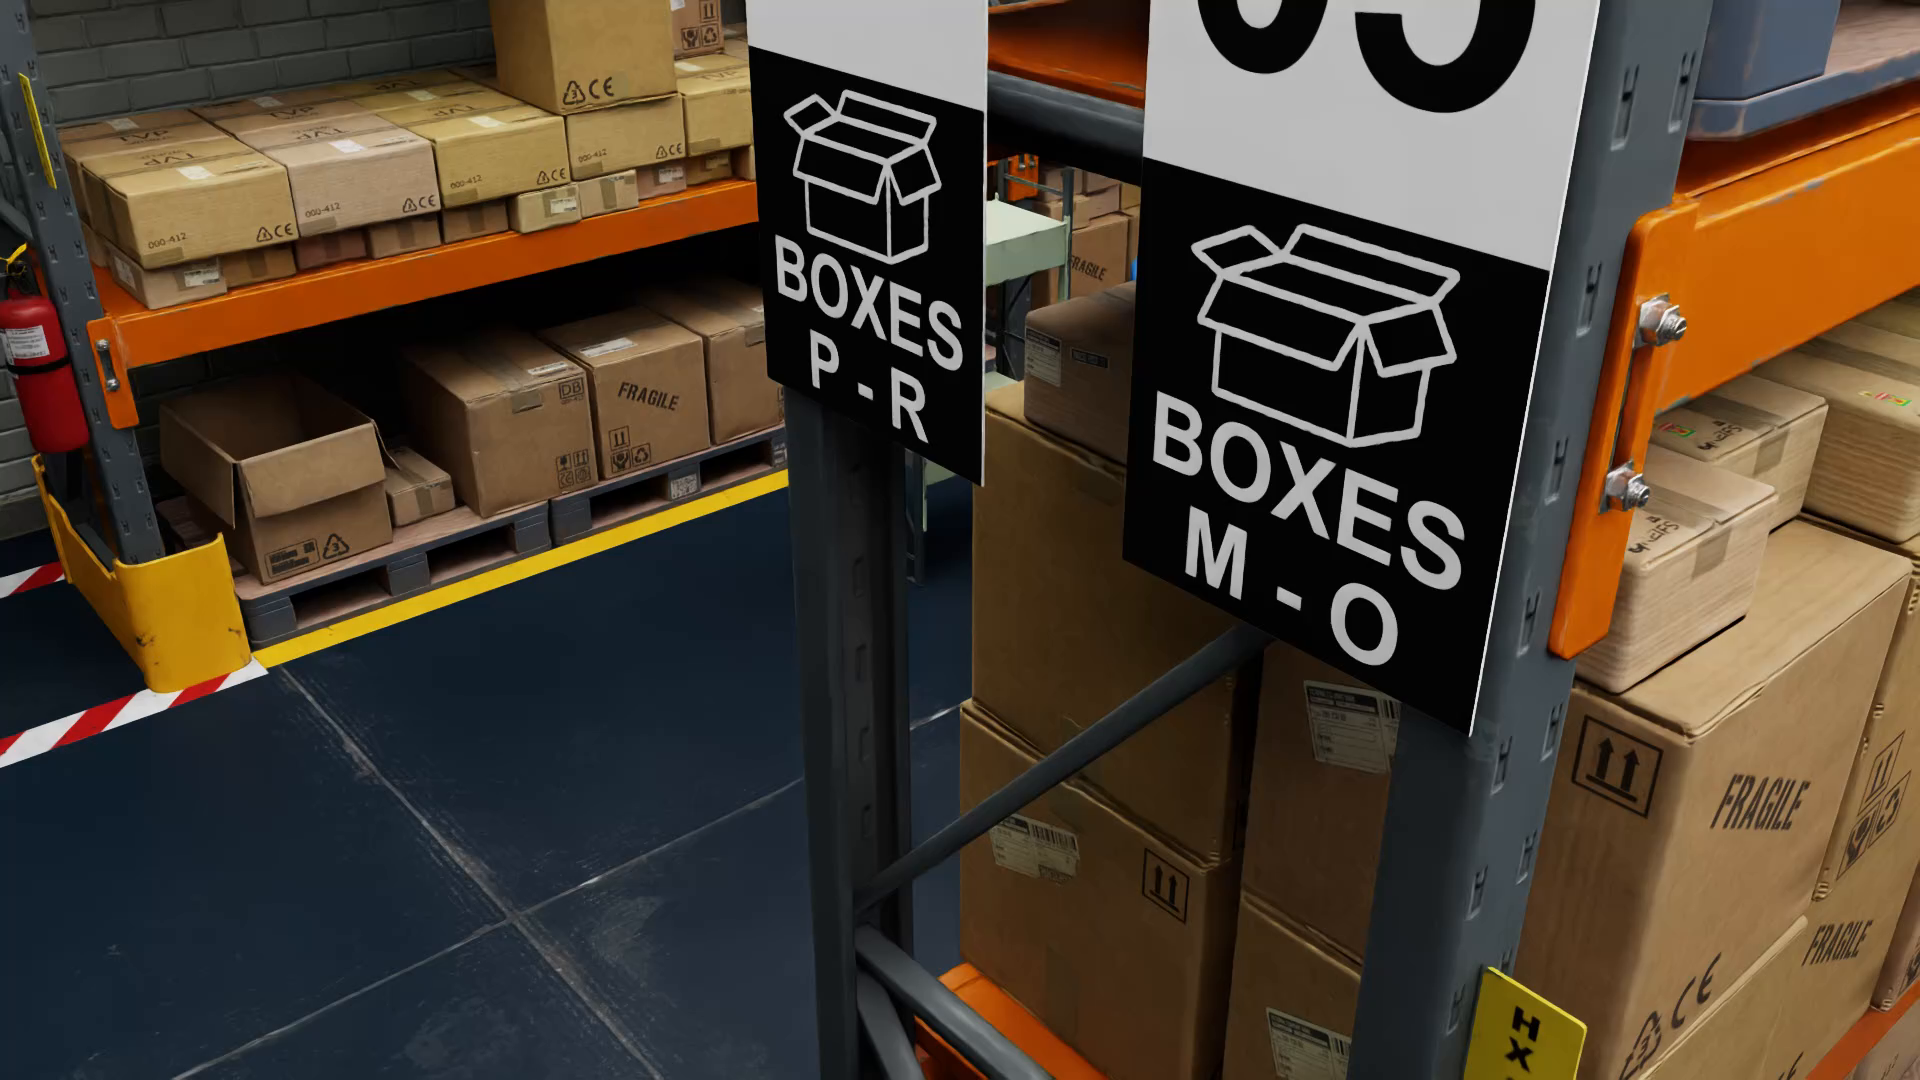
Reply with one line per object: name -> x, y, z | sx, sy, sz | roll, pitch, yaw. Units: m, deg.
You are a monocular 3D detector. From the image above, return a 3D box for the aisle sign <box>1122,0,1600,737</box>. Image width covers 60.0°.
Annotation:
aisle sign -> 0.286, -0.259, 1.294 | 0.004, 0.787, 0.394 | -22, 35, -35

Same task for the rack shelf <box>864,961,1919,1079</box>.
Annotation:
rack shelf -> 1.674, 0.467, 3.457 | 4.000, 0.370, 1.077 | -22, 35, -35

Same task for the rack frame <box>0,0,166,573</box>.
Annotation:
rack frame -> -3.072, -1.017, 5.471 | 0.127, 3.000, 1.000 | -22, 35, -35

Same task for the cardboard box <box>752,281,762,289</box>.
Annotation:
cardboard box -> -0.685, -1.123, 8.076 | 0.500, 0.311, 0.500 | -20, 34, -33

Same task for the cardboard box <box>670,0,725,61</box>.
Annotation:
cardboard box -> -1.335, -2.276, 6.875 | 0.500, 0.500, 0.500 | -23, 36, -36

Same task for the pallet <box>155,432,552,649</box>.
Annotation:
pallet -> -2.409, -0.055, 6.629 | 1.213, 0.211, 1.003 | -22, 35, -35

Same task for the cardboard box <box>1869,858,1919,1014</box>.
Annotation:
cardboard box -> 1.469, 0.360, 2.788 | 0.500, 0.500, 0.500 | -22, 35, -35

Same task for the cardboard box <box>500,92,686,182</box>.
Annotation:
cardboard box -> -1.410, -1.599, 6.403 | 0.500, 0.250, 0.500 | -23, 36, -36

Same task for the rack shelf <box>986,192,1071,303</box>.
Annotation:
rack shelf -> 0.005, -1.008, 6.216 | 0.720, 0.370, 0.431 | -22, 35, -35

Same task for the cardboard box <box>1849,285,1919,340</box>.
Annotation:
cardboard box -> 1.216, -0.250, 2.180 | 0.250, 0.149, 0.380 | -23, 36, -36

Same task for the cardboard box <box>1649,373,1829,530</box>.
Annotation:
cardboard box -> 0.755, -0.125, 1.946 | 0.250, 0.149, 0.380 | -21, 35, -34

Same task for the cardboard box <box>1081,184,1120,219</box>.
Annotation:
cardboard box -> 0.577, -1.736, 8.335 | 0.250, 0.149, 0.380 | -23, 36, -36

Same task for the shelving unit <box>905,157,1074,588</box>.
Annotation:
shelving unit -> 0.005, -0.664, 6.400 | 0.755, 1.500, 0.431 | -22, 35, -35

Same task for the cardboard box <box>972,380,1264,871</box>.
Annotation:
cardboard box -> 0.364, 0.044, 2.319 | 0.500, 0.500, 0.500 | -21, 34, -33

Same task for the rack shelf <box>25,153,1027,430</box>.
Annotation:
rack shelf -> -1.551, -1.312, 6.785 | 4.000, 0.370, 1.077 | -22, 35, -35

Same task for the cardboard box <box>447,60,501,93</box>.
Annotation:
cardboard box -> -1.724, -1.785, 6.751 | 0.500, 0.250, 0.500 | -22, 35, -35

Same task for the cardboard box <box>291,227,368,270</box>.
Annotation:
cardboard box -> -2.303, -1.096, 5.884 | 0.250, 0.149, 0.380 | -22, 35, -36

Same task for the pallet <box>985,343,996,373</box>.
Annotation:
pallet -> -0.552, -0.801, 8.025 | 1.213, 0.211, 1.003 | -22, 35, -35

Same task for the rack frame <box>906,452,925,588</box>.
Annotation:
rack frame -> -0.273, -0.552, 6.191 | 0.023, 1.500, 0.400 | -22, 35, -35

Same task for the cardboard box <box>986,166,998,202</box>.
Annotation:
cardboard box -> 0.064, -1.826, 8.502 | 0.250, 0.149, 0.380 | -24, 36, -37

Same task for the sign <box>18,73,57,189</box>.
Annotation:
sign -> -2.720, -1.204, 4.903 | 0.005, 0.325, 0.100 | -22, 35, -35

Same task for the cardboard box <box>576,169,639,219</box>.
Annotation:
cardboard box -> -1.445, -1.373, 6.403 | 0.250, 0.149, 0.380 | -21, 35, -34

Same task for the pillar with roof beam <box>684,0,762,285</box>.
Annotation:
pillar with roof beam -> 1.650, -3.453, 3.664 | 0.400, 9.000, 9.100 | -22, 35, -35

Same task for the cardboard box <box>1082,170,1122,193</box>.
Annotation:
cardboard box -> 0.583, -1.852, 8.235 | 0.250, 0.149, 0.380 | -24, 36, -37

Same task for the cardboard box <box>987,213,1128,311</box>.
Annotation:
cardboard box -> 0.485, -1.391, 8.377 | 0.500, 0.500, 0.500 | -20, 34, -33

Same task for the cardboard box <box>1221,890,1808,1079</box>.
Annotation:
cardboard box -> 0.704, 0.674, 2.201 | 0.500, 0.500, 0.500 | -22, 35, -35

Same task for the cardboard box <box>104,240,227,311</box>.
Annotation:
cardboard box -> -2.644, -0.909, 5.534 | 0.250, 0.149, 0.380 | -22, 35, -35

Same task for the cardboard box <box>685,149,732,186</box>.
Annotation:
cardboard box -> -1.136, -1.569, 6.769 | 0.250, 0.149, 0.380 | -21, 35, -34

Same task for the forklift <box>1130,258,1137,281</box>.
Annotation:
forklift -> 2.159, -1.243, 5.966 | 3.031, 2.935, 1.130 | 1, 28, 2

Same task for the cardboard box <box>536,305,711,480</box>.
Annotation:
cardboard box -> -1.403, -0.626, 6.946 | 0.500, 0.500, 0.500 | -21, 35, -34

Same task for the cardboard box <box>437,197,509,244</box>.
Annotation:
cardboard box -> -1.873, -1.234, 6.144 | 0.250, 0.149, 0.380 | -21, 35, -34

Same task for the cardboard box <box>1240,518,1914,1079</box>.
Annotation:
cardboard box -> 0.702, 0.232, 1.967 | 0.500, 0.500, 0.500 | -23, 36, -36

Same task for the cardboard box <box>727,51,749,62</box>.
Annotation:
cardboard box -> -0.630, -1.904, 6.974 | 0.500, 0.250, 0.500 | -22, 35, -35

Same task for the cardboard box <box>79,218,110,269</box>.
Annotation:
cardboard box -> -2.994, -1.104, 5.900 | 0.250, 0.149, 0.380 | -22, 35, -35

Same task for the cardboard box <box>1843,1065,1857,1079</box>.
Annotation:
cardboard box -> 1.280, 1.186, 3.622 | 0.875, 0.438, 0.875 | -21, 34, -34

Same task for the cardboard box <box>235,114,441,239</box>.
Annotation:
cardboard box -> -2.169, -1.279, 5.804 | 0.500, 0.250, 0.500 | -21, 35, -34

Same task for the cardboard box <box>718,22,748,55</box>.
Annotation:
cardboard box -> -0.958, -2.095, 7.332 | 0.500, 0.250, 0.500 | -22, 35, -35

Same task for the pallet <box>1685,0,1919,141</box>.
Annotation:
pallet -> 0.710, -0.753, 1.888 | 1.213, 0.211, 1.003 | -22, 35, -35

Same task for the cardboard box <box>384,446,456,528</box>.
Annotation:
cardboard box -> -2.197, -0.214, 6.547 | 0.250, 0.149, 0.380 | -24, 36, -37

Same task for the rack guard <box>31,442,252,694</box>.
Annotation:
rack guard -> -3.014, 0.062, 6.103 | 0.348, 0.500, 1.175 | -22, 35, -35

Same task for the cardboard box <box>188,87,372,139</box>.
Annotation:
cardboard box -> -2.501, -1.475, 6.172 | 0.500, 0.250, 0.500 | -22, 35, -35
